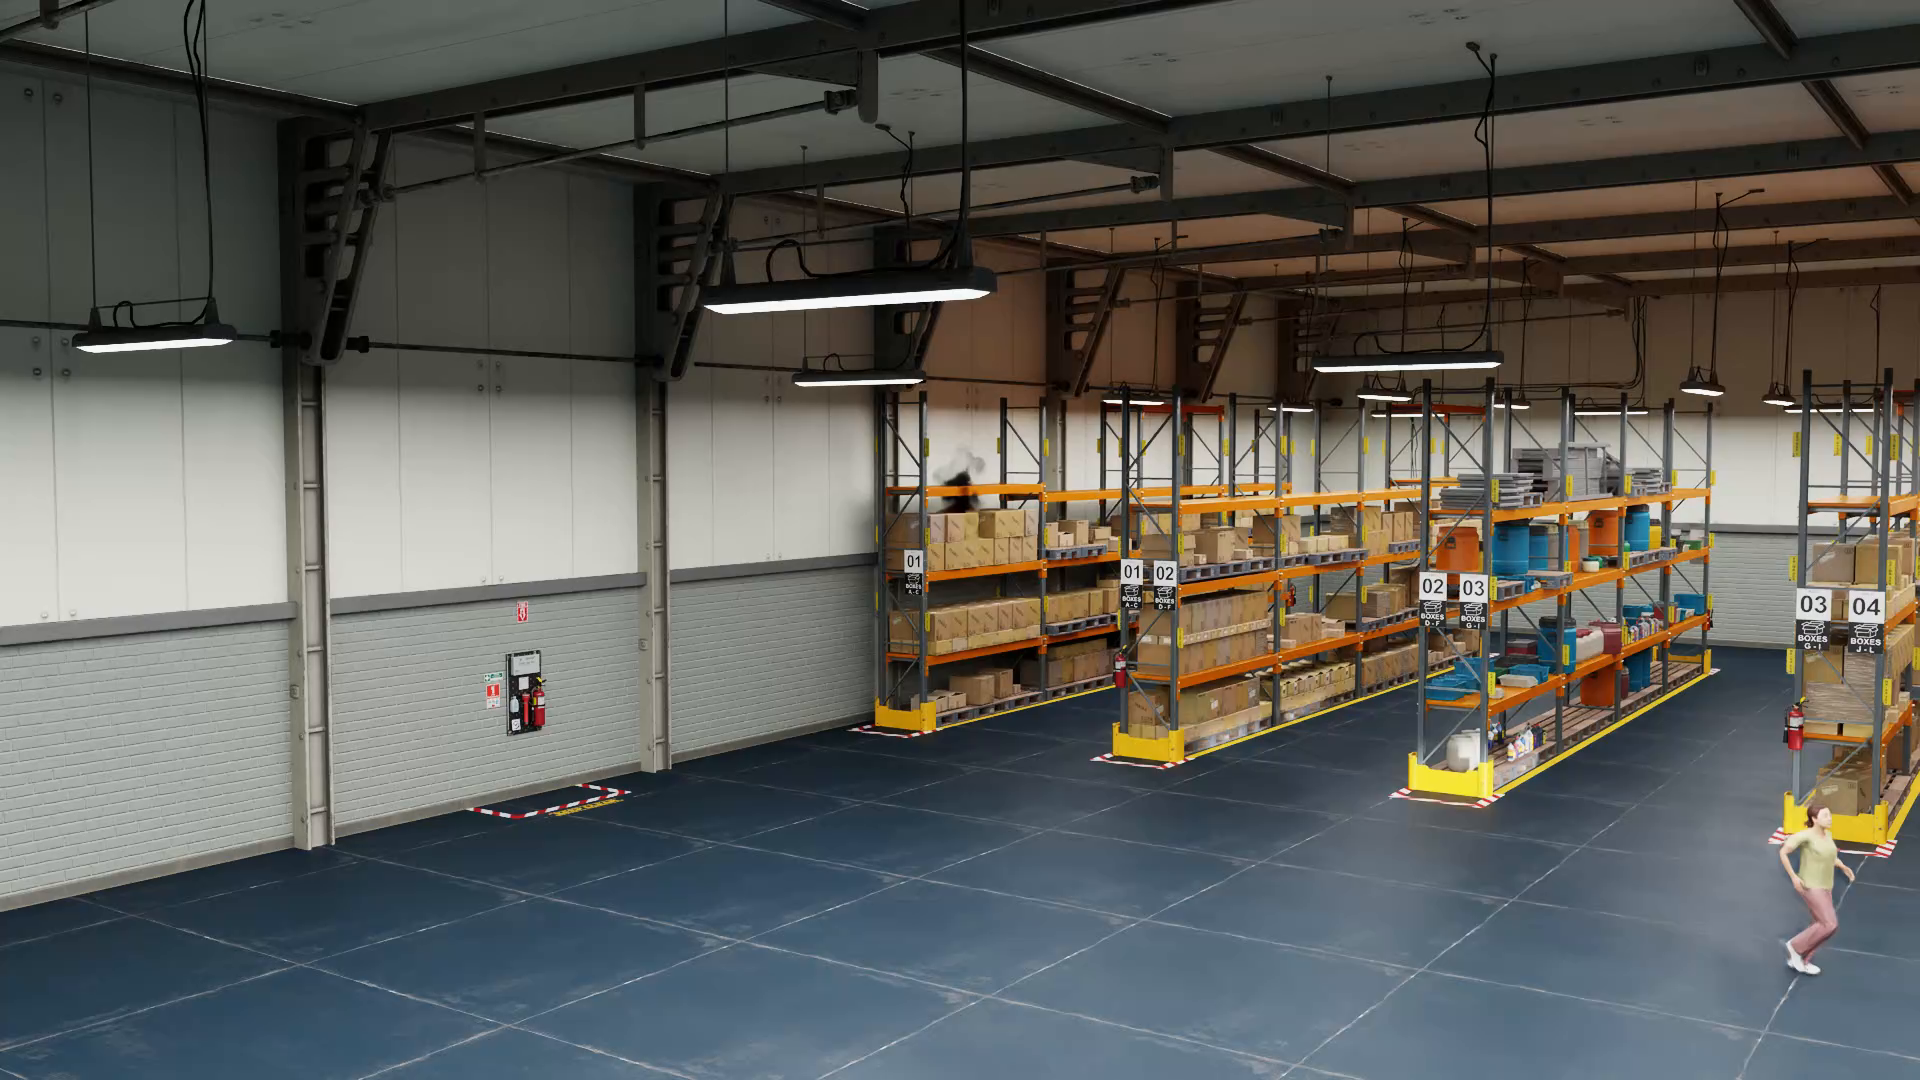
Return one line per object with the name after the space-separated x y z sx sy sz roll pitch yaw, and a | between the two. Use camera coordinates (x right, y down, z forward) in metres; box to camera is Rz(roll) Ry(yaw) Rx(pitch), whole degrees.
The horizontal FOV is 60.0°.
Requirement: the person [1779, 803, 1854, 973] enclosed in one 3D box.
8.140 3.302 15.752 0.587 1.637 0.549 -2 4 -31 | person
